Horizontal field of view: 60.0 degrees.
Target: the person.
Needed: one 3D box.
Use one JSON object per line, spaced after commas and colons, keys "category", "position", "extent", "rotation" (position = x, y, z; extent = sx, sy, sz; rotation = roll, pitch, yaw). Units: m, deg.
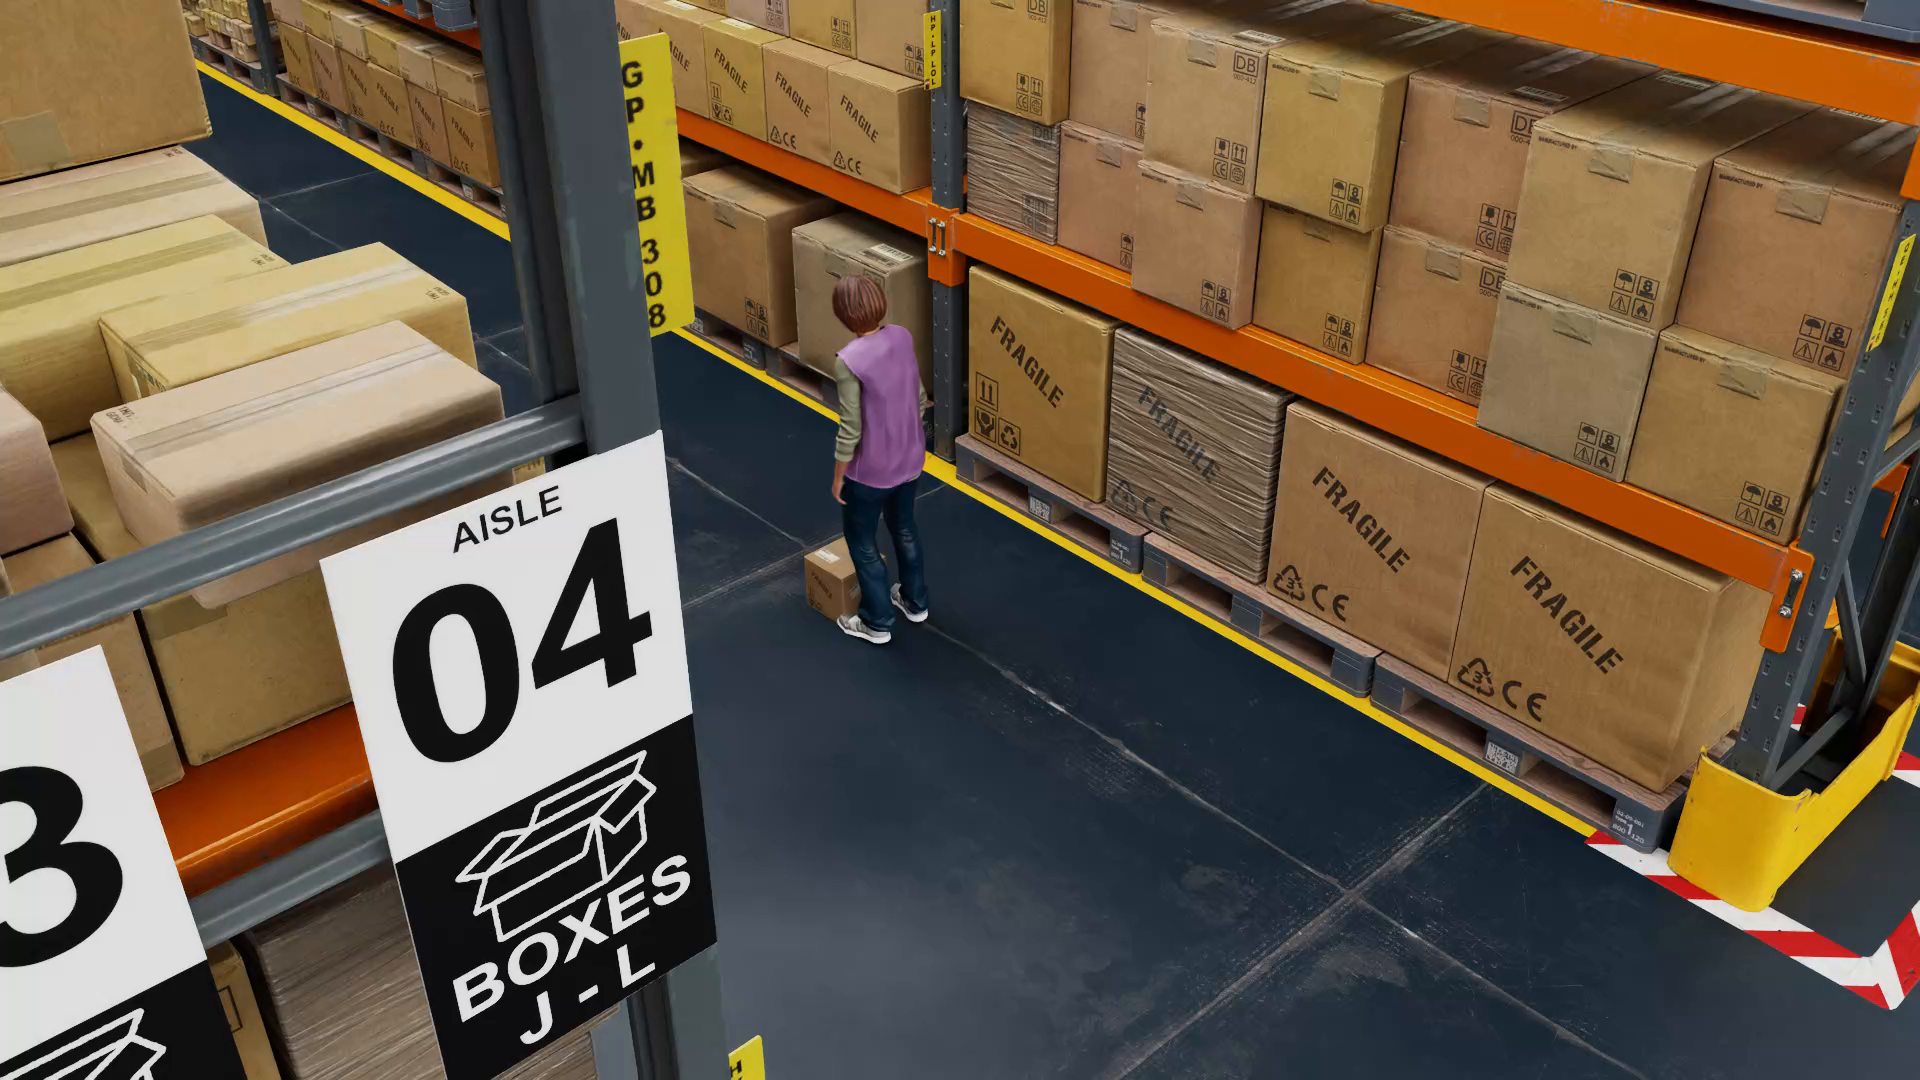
{"category": "person", "position": [-0.320, -0.296, 6.634], "extent": [0.346, 1.574, 0.479], "rotation": [27, 41, 36]}
